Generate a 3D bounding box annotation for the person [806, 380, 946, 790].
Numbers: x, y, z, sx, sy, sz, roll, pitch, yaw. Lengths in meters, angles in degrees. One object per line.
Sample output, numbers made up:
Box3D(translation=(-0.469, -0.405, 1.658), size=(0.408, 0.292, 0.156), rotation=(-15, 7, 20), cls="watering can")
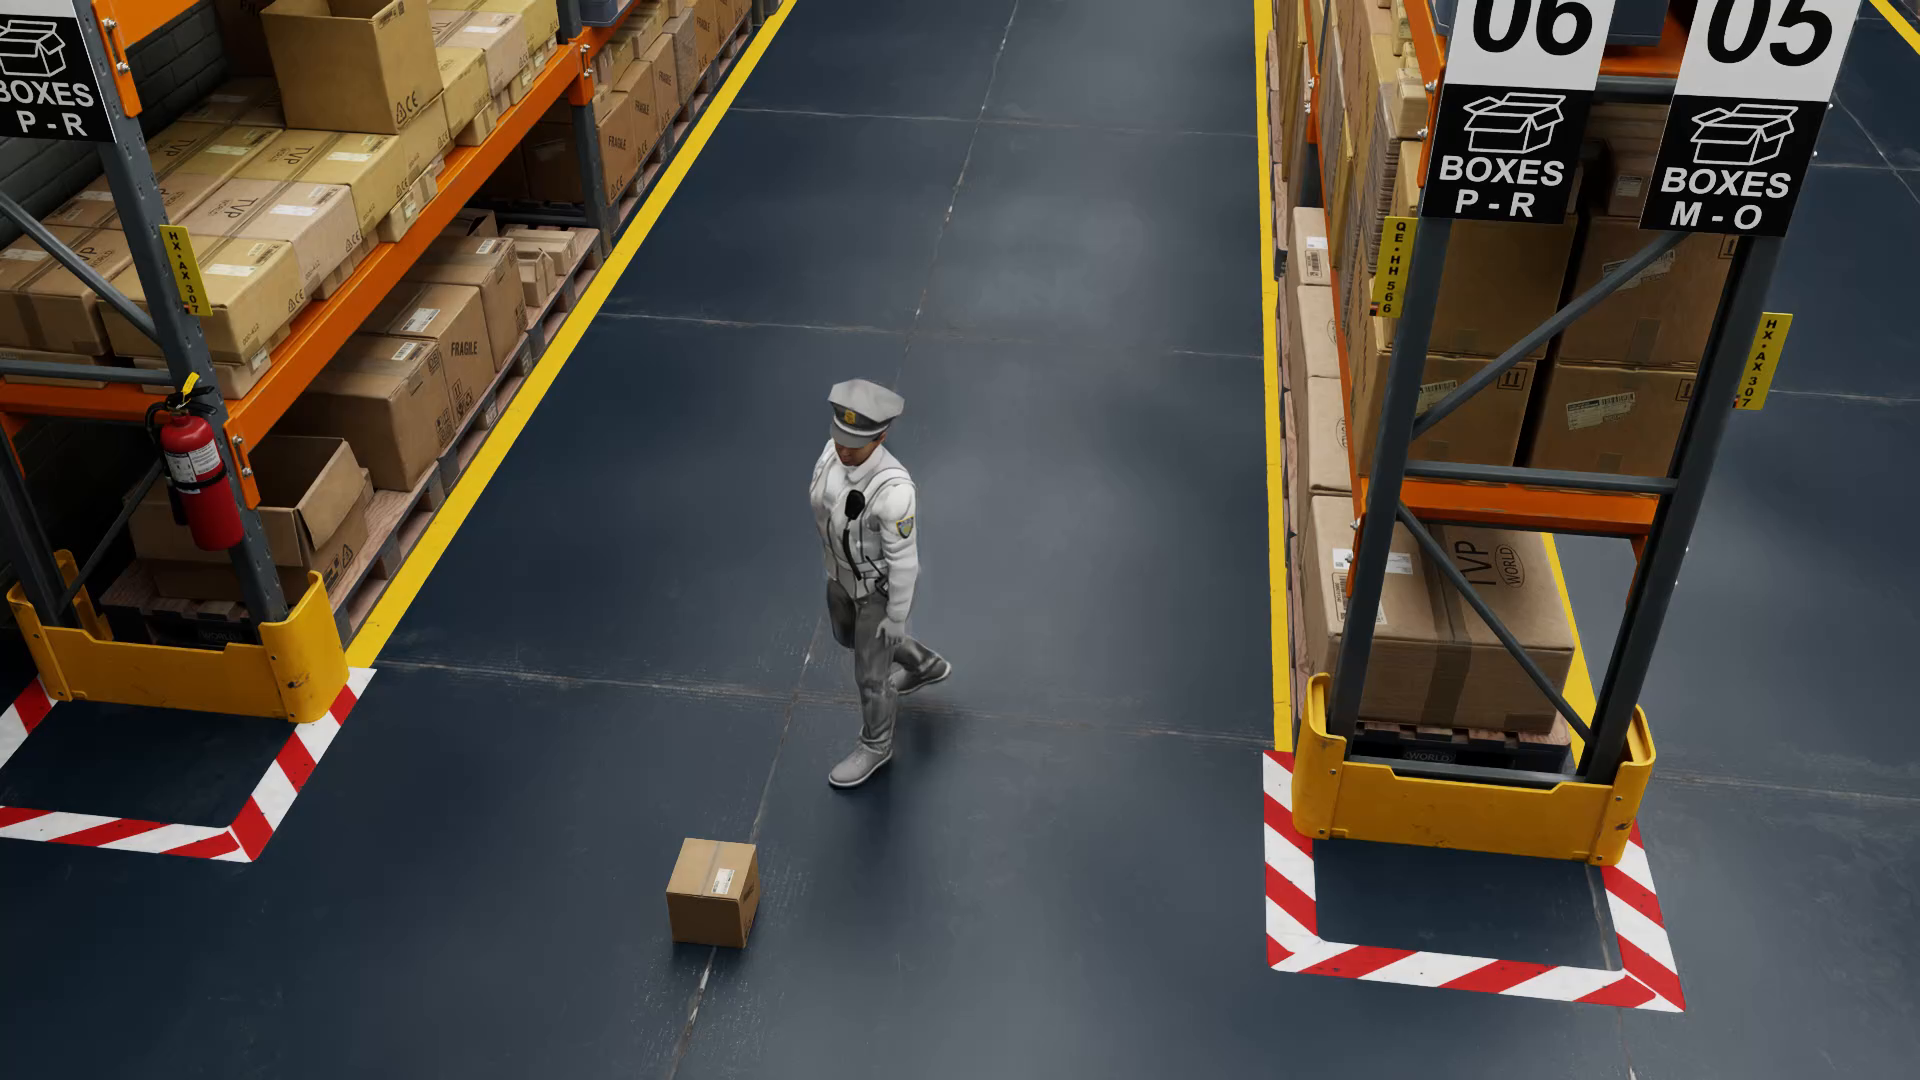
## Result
Box3D(translation=(-0.269, 0.129, 5.945), size=(0.628, 1.662, 0.506), rotation=(-22, 41, -27), cls="person")
